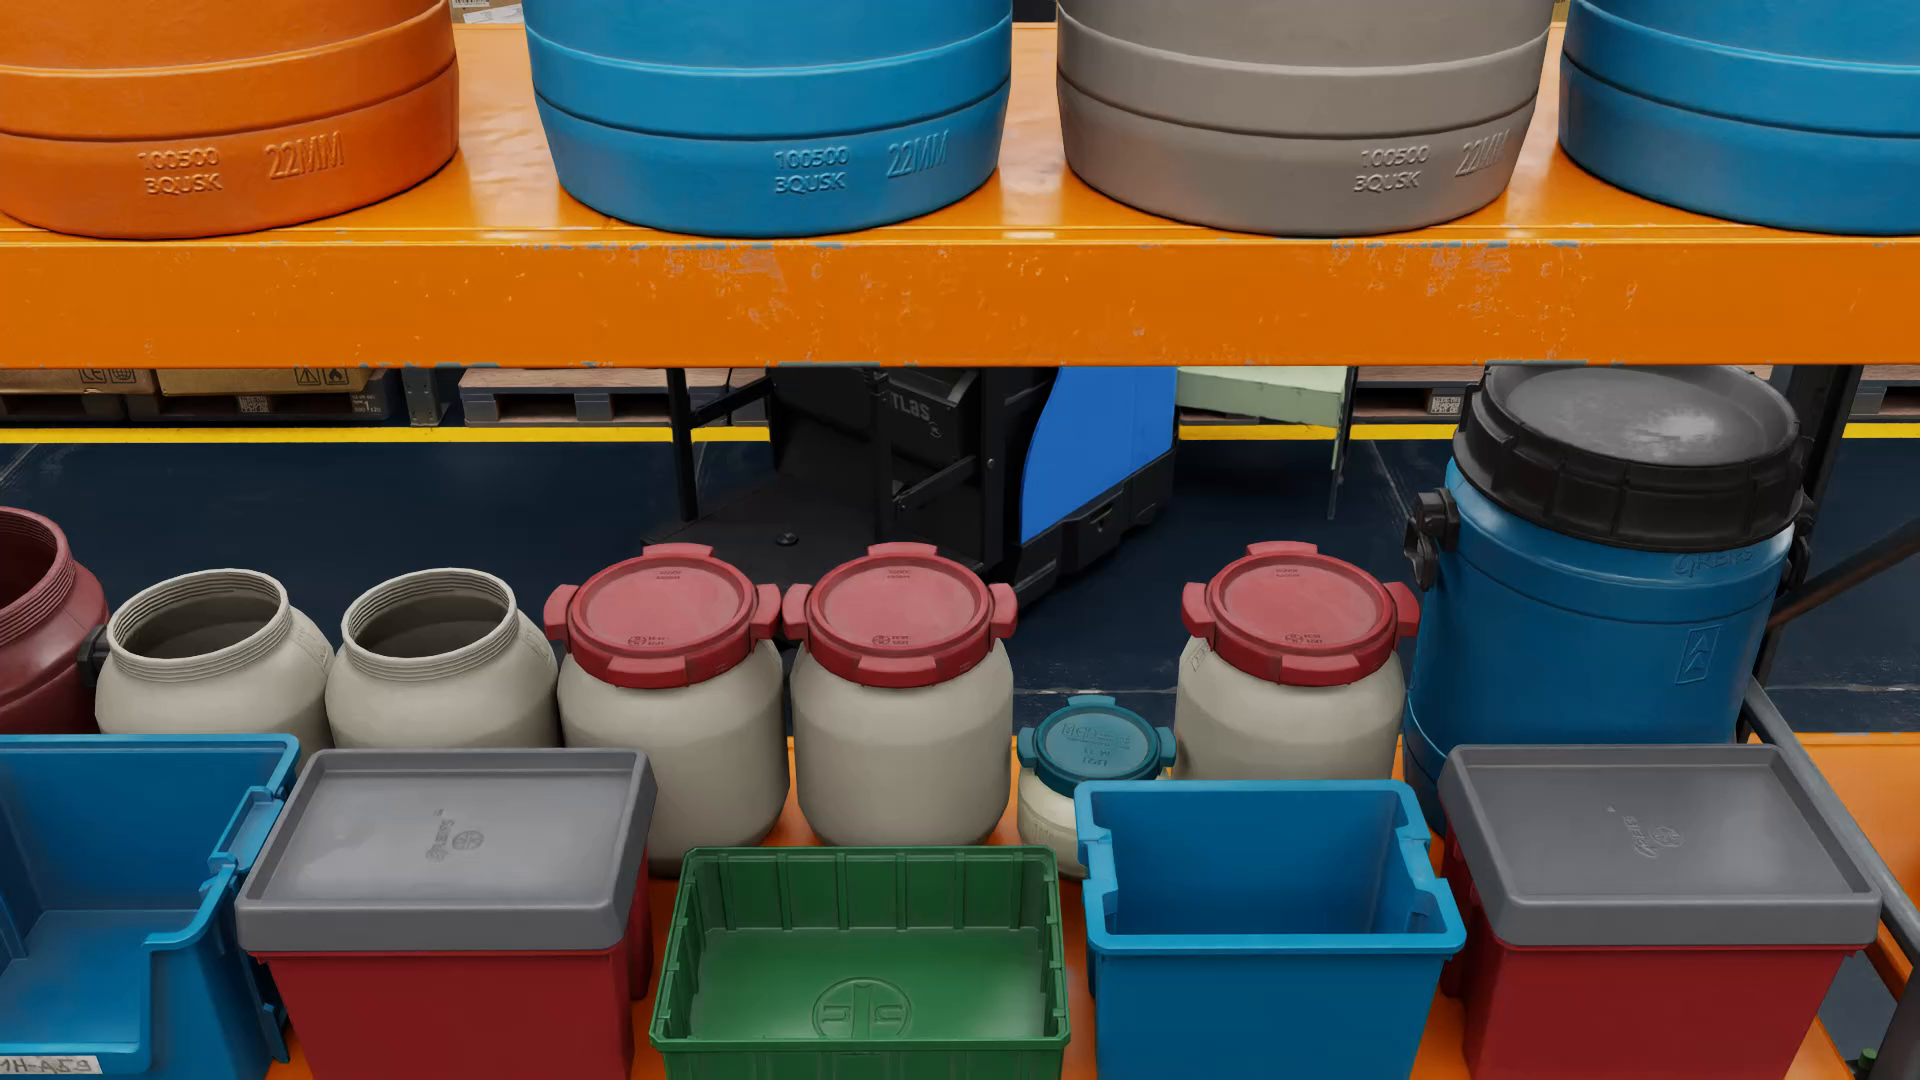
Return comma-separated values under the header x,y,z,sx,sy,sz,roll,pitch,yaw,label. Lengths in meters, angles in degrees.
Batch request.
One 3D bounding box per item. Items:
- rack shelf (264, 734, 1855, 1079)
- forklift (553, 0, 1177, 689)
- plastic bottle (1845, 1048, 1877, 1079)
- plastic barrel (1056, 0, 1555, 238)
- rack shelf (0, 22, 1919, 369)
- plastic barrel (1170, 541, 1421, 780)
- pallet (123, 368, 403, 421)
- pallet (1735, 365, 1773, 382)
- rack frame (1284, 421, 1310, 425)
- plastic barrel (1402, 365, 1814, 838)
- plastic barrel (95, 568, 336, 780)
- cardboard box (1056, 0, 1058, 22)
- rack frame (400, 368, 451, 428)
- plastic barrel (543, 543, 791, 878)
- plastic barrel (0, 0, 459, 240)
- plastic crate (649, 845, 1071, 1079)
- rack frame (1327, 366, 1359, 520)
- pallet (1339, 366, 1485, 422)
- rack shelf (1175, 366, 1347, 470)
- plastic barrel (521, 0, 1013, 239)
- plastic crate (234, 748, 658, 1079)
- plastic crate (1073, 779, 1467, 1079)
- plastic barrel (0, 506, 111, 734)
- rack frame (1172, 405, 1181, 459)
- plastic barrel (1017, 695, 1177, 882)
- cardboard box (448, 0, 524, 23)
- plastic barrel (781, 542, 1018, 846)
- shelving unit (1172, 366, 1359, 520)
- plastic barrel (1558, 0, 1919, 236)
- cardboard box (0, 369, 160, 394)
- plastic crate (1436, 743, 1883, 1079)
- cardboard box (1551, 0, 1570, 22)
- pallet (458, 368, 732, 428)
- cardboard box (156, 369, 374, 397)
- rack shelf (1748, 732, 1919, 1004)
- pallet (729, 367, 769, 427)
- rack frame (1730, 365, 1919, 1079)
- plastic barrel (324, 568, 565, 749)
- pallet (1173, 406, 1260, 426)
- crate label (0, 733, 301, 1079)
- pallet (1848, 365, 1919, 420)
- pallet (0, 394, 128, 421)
x,y,z,sx,sy,sz,roll,pitch,yaw,label
-0.418,0.816,3.207,4.000,0.370,1.077,0,31,0,rack shelf
-0.457,-0.963,5.512,1.130,2.935,3.031,24,39,34,forklift
2.061,1.303,3.905,0.133,0.283,0.061,1,31,2,plastic bottle
0.420,-0.878,1.931,0.600,0.901,0.600,0,31,0,plastic barrel
-0.418,-0.466,2.429,4.000,0.370,1.077,0,31,0,rack shelf
0.624,0.333,3.178,0.433,0.535,0.433,0,31,0,plastic barrel
-3.237,-0.899,8.028,1.213,0.211,1.003,0,31,0,pallet
3.446,-0.900,8.031,1.213,0.211,1.003,0,31,0,pallet
1.552,-2.067,7.265,0.127,3.000,1.000,0,31,0,rack frame
1.193,0.132,3.157,0.708,0.901,0.600,0,31,0,plastic barrel
-1.391,0.353,3.169,0.421,0.512,0.421,0,31,0,plastic barrel
0.756,-2.573,7.116,1.000,1.000,1.000,0,31,0,cardboard box
-2.448,-2.054,7.244,0.127,3.000,1.000,0,31,0,rack frame
-0.543,0.337,3.172,0.433,0.535,0.433,0,31,0,plastic barrel
-0.942,-0.843,1.942,0.708,0.830,0.600,0,31,0,plastic barrel
-0.158,0.745,2.835,0.662,0.188,0.450,0,31,0,plastic crate
1.593,-0.822,6.659,0.023,1.500,0.400,10,33,15,rack frame
2.223,-0.895,8.022,1.213,0.211,1.003,0,31,0,pallet
1.245,-0.603,6.926,0.720,0.370,0.431,10,33,15,rack shelf
-0.234,-0.876,1.927,0.708,0.901,0.600,0,31,0,plastic barrel
-0.801,0.641,2.740,0.583,0.464,0.402,0,31,0,plastic crate
0.480,0.674,2.763,0.575,0.384,0.392,0,31,0,plastic crate
-1.956,0.298,3.236,0.708,0.536,0.600,0,31,0,plastic barrel
0.897,-0.940,6.854,0.023,1.500,0.400,10,33,15,rack frame
0.257,0.486,3.191,0.301,0.262,0.301,0,31,0,plastic barrel
-1.908,-2.299,7.146,0.500,0.500,0.500,-4,31,-6,cardboard box
-0.110,0.336,3.174,0.433,0.535,0.433,0,31,0,plastic barrel
1.245,-0.881,6.757,0.755,1.500,0.431,10,33,15,shelving unit
1.074,-0.880,1.934,0.708,0.901,0.600,0,31,0,plastic barrel
-4.030,-1.335,7.703,0.875,0.875,1.225,0,31,0,cardboard box
1.099,0.635,2.750,0.583,0.464,0.402,0,31,0,plastic crate
2.502,-2.189,7.084,0.500,0.500,0.875,0,31,0,cardboard box
-1.667,-0.864,7.970,1.213,0.211,1.003,0,31,0,pallet
-3.138,-1.334,7.701,0.875,0.875,1.225,-2,31,-3,cardboard box
3.582,0.804,3.227,4.000,0.370,1.077,0,31,0,rack shelf
-0.450,-0.866,7.974,1.213,0.211,1.003,0,31,0,pallet
1.582,0.501,3.033,0.053,2.616,0.949,0,31,0,rack frame
-0.970,0.352,3.171,0.421,0.512,0.421,0,31,0,plastic barrel
0.773,-0.872,7.983,1.213,0.211,1.003,0,31,0,pallet
-1.423,0.637,2.775,0.616,0.435,0.502,0,31,0,crate label
4.663,-0.903,8.034,1.213,0.211,1.003,0,31,0,pallet
-4.454,-0.896,8.024,1.213,0.211,1.003,0,31,0,pallet
